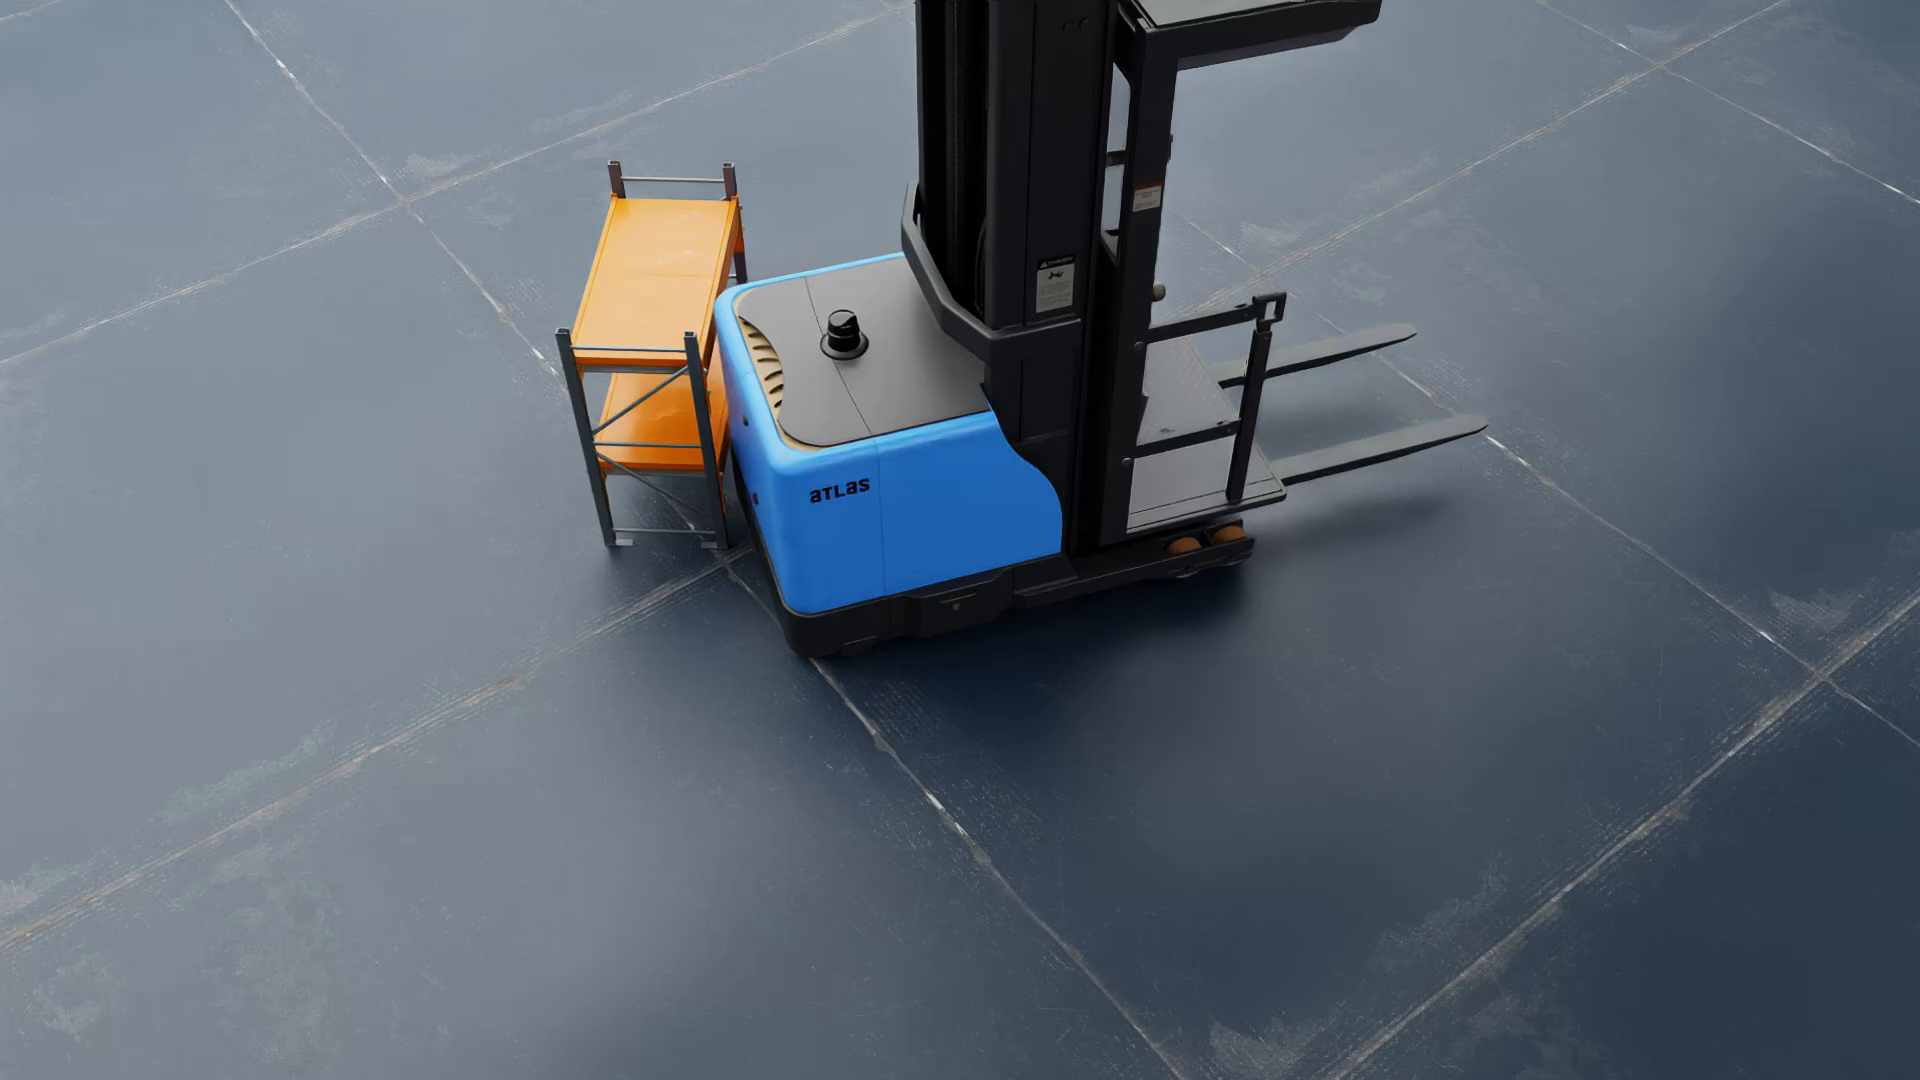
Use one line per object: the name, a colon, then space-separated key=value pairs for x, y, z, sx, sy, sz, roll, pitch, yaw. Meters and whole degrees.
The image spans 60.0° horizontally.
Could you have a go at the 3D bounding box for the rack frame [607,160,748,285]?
rack frame: x=-1.145 y=-1.111 z=6.997 sx=0.500 sy=1.125 sz=0.032 roll=2 pitch=48 yaw=2

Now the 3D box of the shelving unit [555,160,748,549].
shelving unit: x=-1.165 y=-0.735 z=6.656 sx=0.538 sy=1.125 sz=1.048 roll=2 pitch=48 yaw=2

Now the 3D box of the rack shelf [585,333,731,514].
rack shelf: x=-1.165 y=-0.571 z=6.837 sx=0.538 sy=0.278 sz=1.000 roll=2 pitch=48 yaw=2

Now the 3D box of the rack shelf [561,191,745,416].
rack shelf: x=-1.165 y=-0.932 z=6.439 sx=0.538 sy=0.278 sz=1.000 roll=2 pitch=48 yaw=2

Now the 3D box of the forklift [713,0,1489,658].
forklift: x=0.650 y=-1.194 z=5.853 sx=3.031 sy=2.935 sz=1.130 roll=-14 pitch=49 yaw=-12

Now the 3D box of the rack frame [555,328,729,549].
rack frame: x=-1.186 y=-0.359 z=6.315 sx=0.500 sy=1.125 sz=0.032 roll=2 pitch=48 yaw=2
